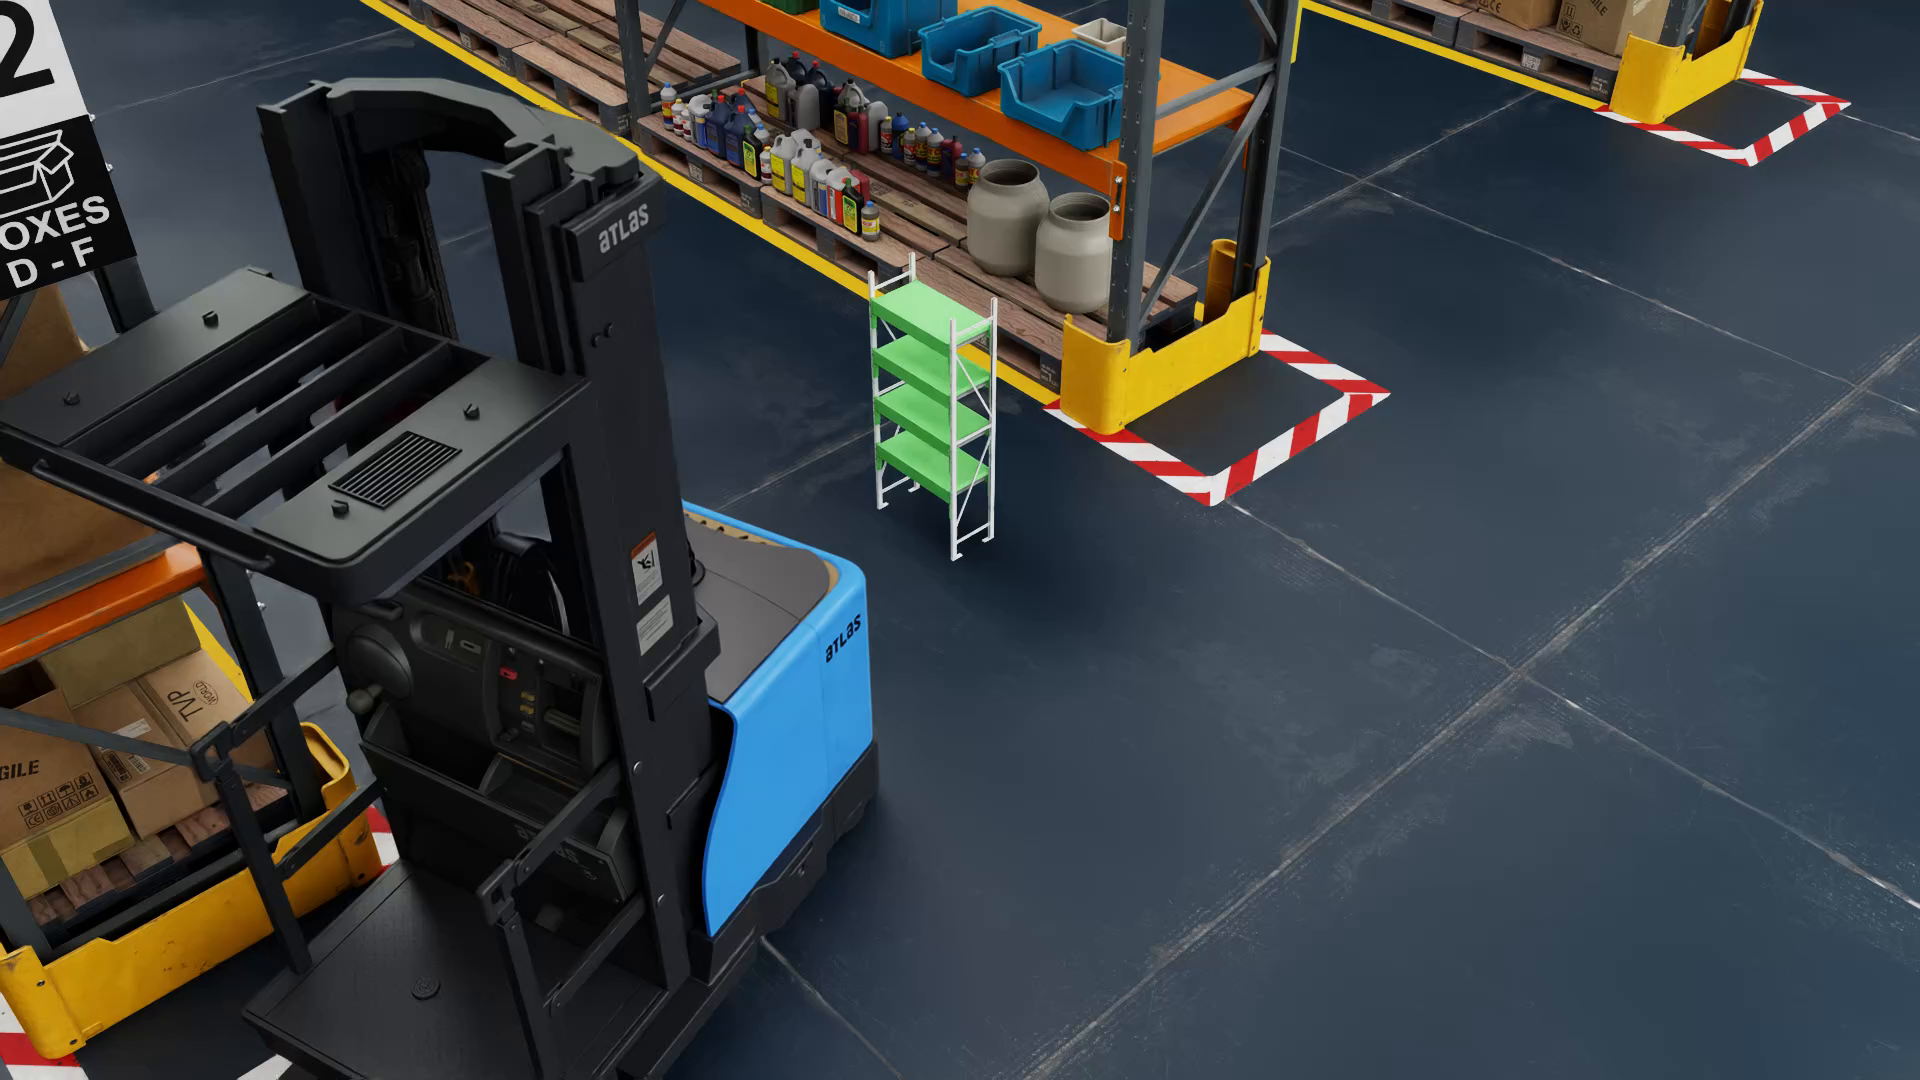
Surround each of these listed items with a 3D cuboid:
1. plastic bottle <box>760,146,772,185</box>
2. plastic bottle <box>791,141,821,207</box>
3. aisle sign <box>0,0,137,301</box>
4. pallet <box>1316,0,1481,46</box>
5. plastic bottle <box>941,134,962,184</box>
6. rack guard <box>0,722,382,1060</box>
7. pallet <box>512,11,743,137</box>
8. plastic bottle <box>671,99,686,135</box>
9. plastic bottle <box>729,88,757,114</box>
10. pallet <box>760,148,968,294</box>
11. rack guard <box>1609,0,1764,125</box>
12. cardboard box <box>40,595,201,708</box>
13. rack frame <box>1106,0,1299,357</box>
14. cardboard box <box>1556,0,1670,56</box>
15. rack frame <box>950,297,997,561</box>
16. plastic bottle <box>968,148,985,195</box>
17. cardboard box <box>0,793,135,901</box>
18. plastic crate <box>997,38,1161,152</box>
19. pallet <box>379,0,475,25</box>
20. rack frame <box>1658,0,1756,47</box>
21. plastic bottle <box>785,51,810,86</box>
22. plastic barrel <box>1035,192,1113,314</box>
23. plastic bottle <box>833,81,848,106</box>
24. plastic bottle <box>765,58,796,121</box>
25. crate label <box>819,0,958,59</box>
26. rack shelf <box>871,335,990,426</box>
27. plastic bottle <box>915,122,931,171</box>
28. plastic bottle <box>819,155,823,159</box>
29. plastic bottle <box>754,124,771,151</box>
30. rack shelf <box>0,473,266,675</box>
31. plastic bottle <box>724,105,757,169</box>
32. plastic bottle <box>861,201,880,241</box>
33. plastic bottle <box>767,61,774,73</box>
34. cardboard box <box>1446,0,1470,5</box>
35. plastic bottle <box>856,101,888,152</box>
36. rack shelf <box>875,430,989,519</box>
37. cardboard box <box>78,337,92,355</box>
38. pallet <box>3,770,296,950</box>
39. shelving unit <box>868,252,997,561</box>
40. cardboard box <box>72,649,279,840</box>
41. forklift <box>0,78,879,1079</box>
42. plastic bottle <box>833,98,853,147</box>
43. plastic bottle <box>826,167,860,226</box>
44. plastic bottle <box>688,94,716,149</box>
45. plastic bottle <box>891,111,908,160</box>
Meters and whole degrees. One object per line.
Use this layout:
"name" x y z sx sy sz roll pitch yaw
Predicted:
"plastic bottle" -1.075 -2.114 9.357 0.097 0.201 0.097 0 39 0
"plastic bottle" -0.836 -2.031 9.135 0.144 0.351 0.185 -28 47 -30
"aisle sign" -2.293 -0.967 3.991 0.394 0.787 0.004 -30 48 -32
"pallet" 3.341 -3.969 11.997 1.003 0.211 1.213 -30 48 -32
"plastic bottle" -0.048 -2.157 9.345 0.061 0.283 0.133 -29 47 -31
"rack guard" -2.547 1.128 5.455 1.175 0.500 0.348 -30 48 -32
"pallet" -2.177 -3.072 10.886 1.003 0.211 1.213 -30 48 -32
"plastic bottle" -1.656 -2.512 9.850 0.097 0.201 0.097 0 39 0
"plastic bottle" -1.271 -2.462 9.669 0.144 0.351 0.185 -30 48 -32
"pallet" -0.364 -1.832 9.350 1.003 0.211 1.213 -30 48 -32
"rack guard" 4.685 -3.126 10.723 1.175 0.500 0.348 -30 48 -32
"cardboard box" -3.102 0.186 5.890 0.500 0.500 0.500 -30 48 -32
"rack frame" 1.088 -1.959 7.288 1.000 3.000 0.127 -30 48 -32
"cardboard box" 4.326 -3.551 10.914 0.500 0.500 0.500 -21 44 -24
"rack frame" 0.053 -0.430 6.828 0.240 1.200 0.015 -30 48 -32
"plastic bottle" 0.091 -2.040 9.210 0.097 0.271 0.097 0 39 0
"cardboard box" -3.143 0.928 5.568 0.500 0.250 0.500 -30 48 -32
"plastic crate" 0.529 -2.005 7.464 0.499 0.251 0.616 -30 48 -32
"pallet" -3.827 -4.201 12.284 1.003 0.211 1.213 -30 48 -32
"rack frame" 4.736 -4.064 9.894 1.000 3.000 0.127 -30 48 -32
"plastic bottle" -0.969 -2.775 10.057 0.144 0.351 0.185 -31 48 -33
"plastic barrel" 0.587 -1.426 8.275 0.421 0.512 0.421 0 39 0
"plastic bottle" -0.699 -2.602 9.897 0.061 0.283 0.133 -27 46 -29
"plastic bottle" -1.076 -2.714 9.981 0.144 0.351 0.185 -30 48 -32
"crate label" -0.356 -2.709 8.189 0.502 0.435 0.616 -30 48 -32
"rack shelf" -0.112 -0.680 6.857 0.258 0.148 0.480 -30 48 -32
"plastic bottle" -0.208 -2.245 9.464 0.097 0.271 0.097 0 39 0
"plastic bottle" -0.777 -2.044 9.270 0.097 0.201 0.097 0 39 0
"plastic bottle" -1.122 -2.230 9.445 0.097 0.271 0.097 0 39 0
"rack shelf" -3.916 -0.501 6.056 1.077 0.370 4.000 -30 48 -32
"plastic bottle" -1.249 -2.313 9.485 0.185 0.351 0.144 32 49 33
"plastic bottle" -0.477 -1.705 8.851 0.097 0.201 0.097 0 39 0
"plastic bottle" -1.142 -2.857 10.277 0.097 0.201 0.097 0 39 0
"cardboard box" 3.487 -4.110 11.607 0.500 0.500 0.500 -25 45 -28
"plastic bottle" -0.514 -2.431 9.690 0.152 0.276 0.135 -29 47 -31
"rack shelf" -0.112 -0.307 7.159 0.258 0.148 0.480 -30 48 -32
"cardboard box" -2.670 -0.420 4.787 0.380 0.149 0.250 -30 48 -32
"pallet" -3.111 0.893 5.976 1.003 0.211 1.213 -30 48 -32
"shelving unit" -0.112 -0.543 6.968 0.258 1.200 0.503 -30 48 -32
"cardboard box" -2.762 0.708 5.840 0.500 0.250 0.500 -30 48 -32
"forklift" -1.445 0.443 4.368 1.130 2.935 3.031 19 43 22
"plastic bottle" -0.679 -2.455 9.714 0.061 0.283 0.133 -30 48 -32
"plastic bottle" -0.627 -1.862 8.986 0.152 0.276 0.135 -30 47 -31
"plastic bottle" -1.486 -2.450 9.714 0.152 0.276 0.135 -28 47 -30
"plastic bottle" -0.345 -2.339 9.580 0.097 0.271 0.097 0 39 0
